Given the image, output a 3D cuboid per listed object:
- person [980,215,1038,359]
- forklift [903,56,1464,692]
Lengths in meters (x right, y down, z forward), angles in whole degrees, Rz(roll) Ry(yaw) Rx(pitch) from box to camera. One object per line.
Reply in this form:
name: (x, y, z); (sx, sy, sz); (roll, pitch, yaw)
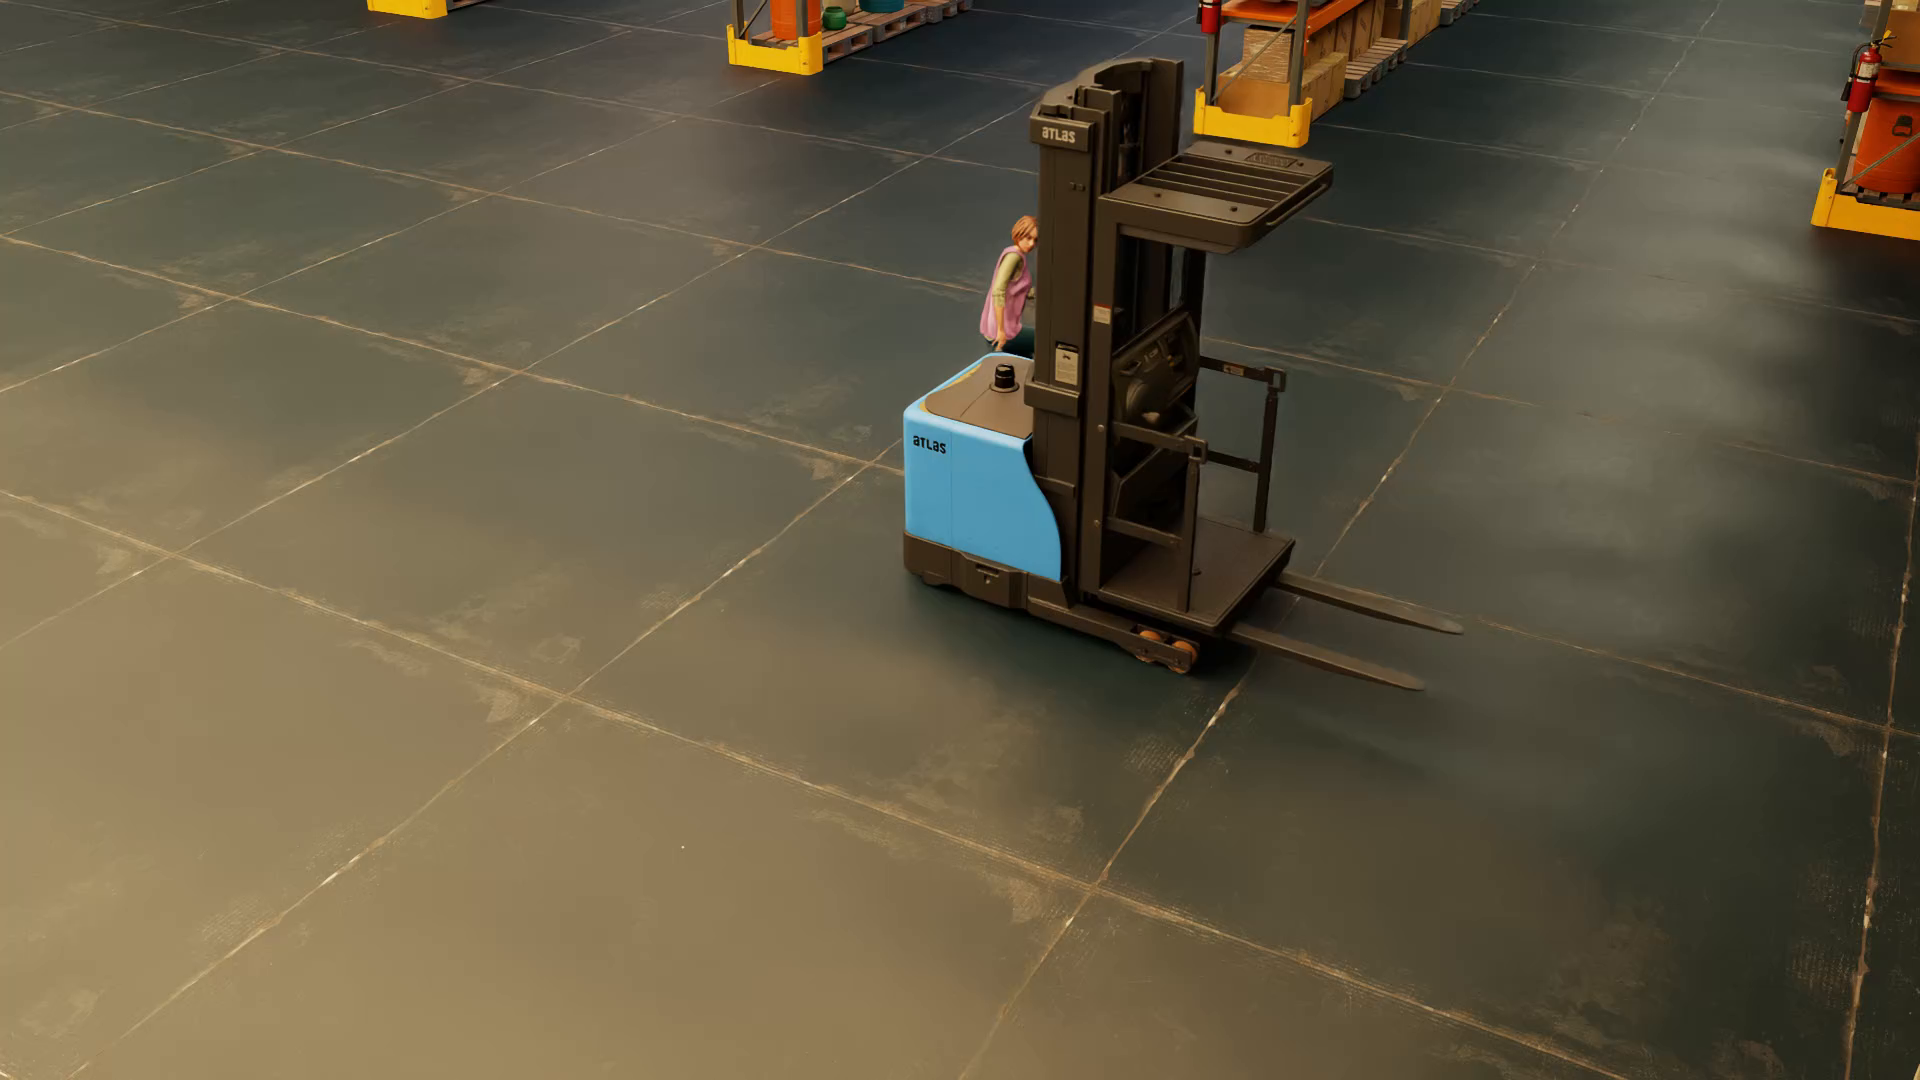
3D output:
person: (0.470, -1.424, 11.079); (0.688, 1.421, 0.636); (-7, 31, -12)
forklift: (1.195, -0.870, 8.578); (3.031, 2.935, 1.130); (17, 34, 27)
